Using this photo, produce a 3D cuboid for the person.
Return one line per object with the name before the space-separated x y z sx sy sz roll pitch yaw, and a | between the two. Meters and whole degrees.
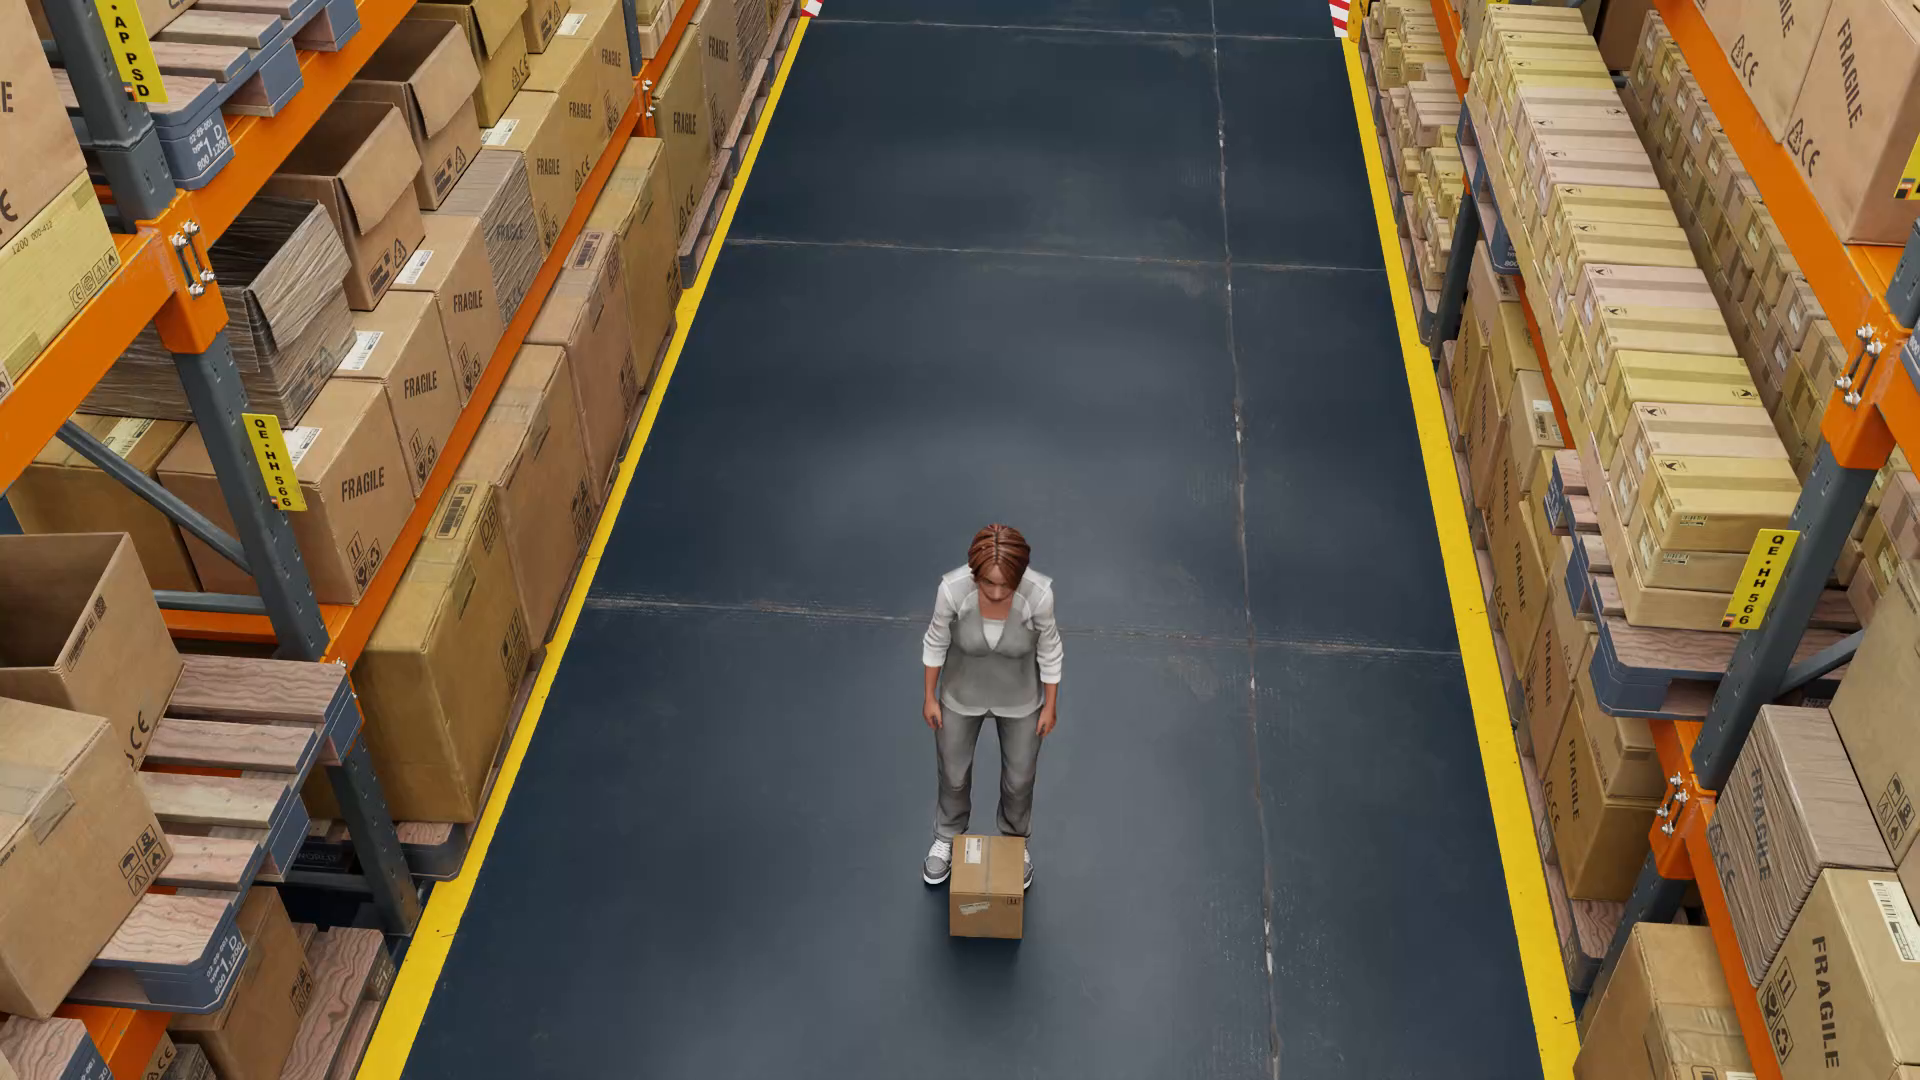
person | 0.099 0.544 5.541 0.451 1.581 0.344 2 41 3
